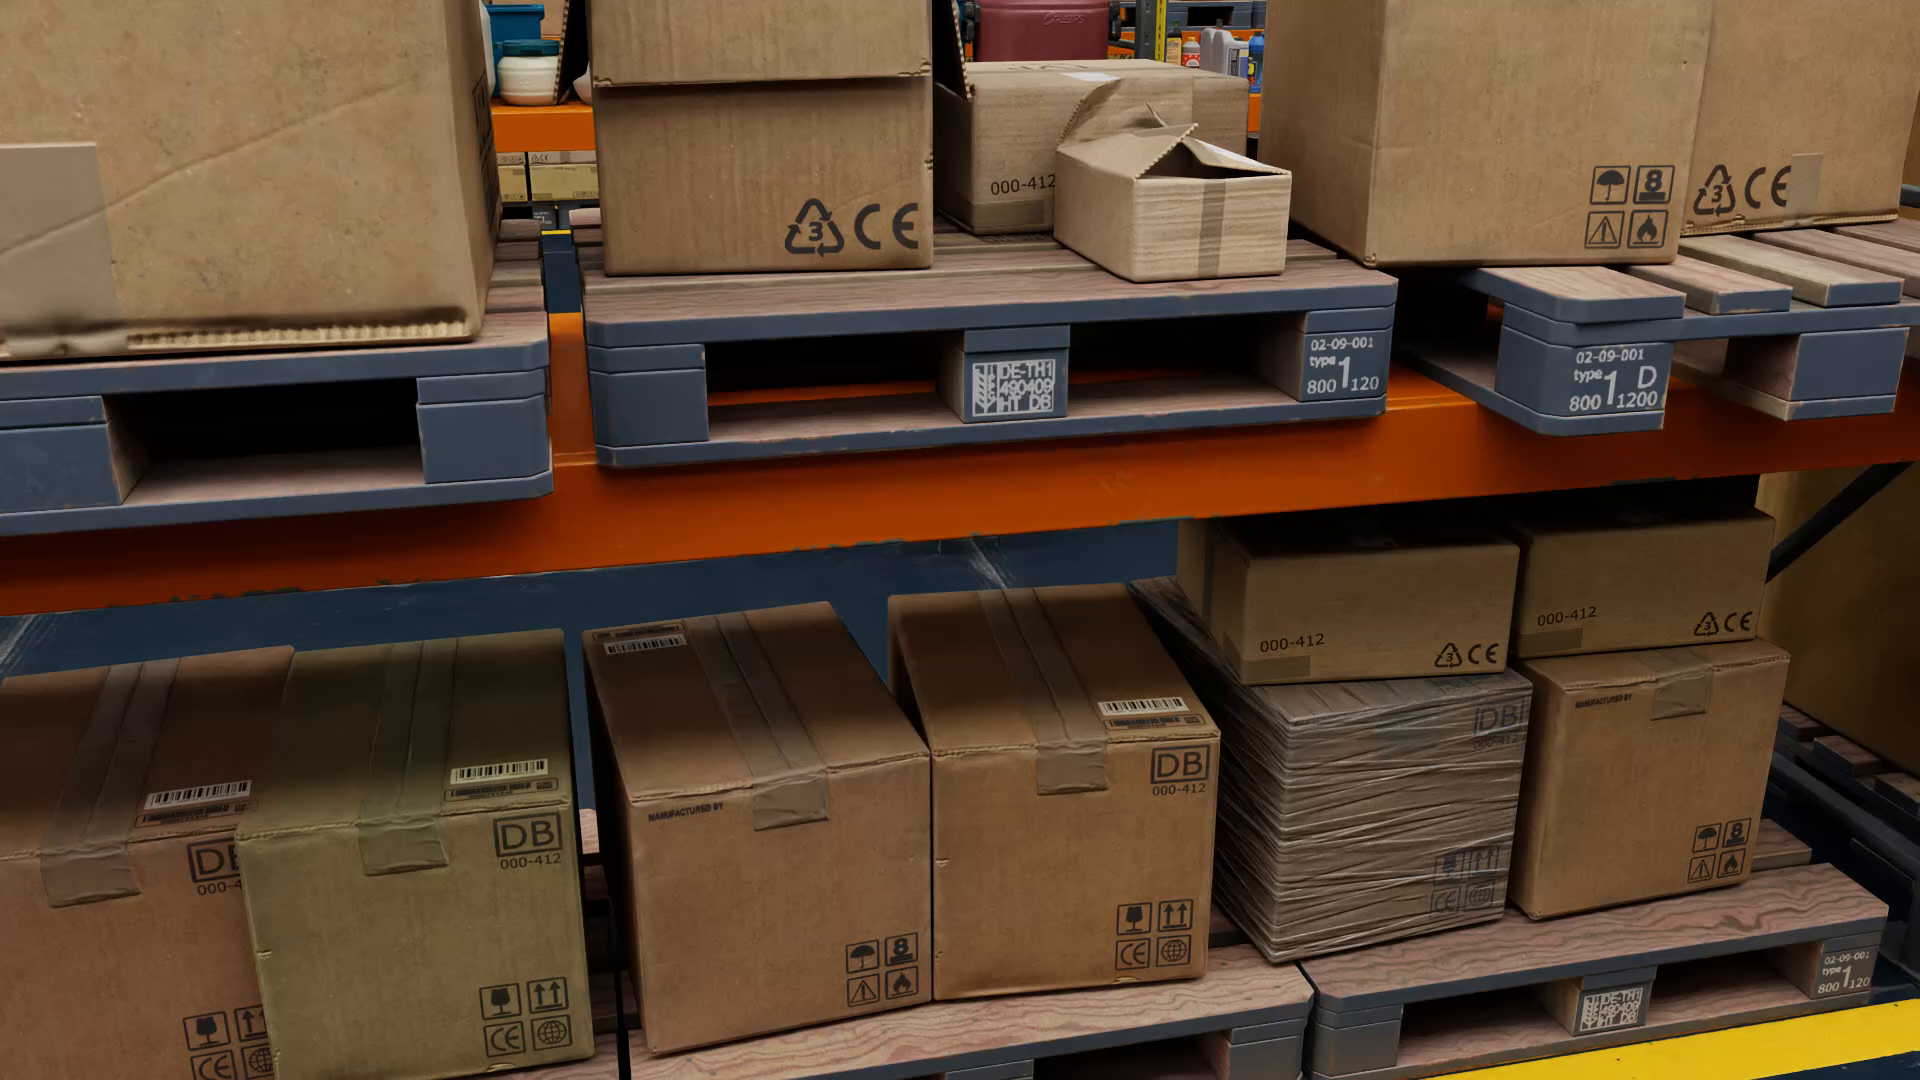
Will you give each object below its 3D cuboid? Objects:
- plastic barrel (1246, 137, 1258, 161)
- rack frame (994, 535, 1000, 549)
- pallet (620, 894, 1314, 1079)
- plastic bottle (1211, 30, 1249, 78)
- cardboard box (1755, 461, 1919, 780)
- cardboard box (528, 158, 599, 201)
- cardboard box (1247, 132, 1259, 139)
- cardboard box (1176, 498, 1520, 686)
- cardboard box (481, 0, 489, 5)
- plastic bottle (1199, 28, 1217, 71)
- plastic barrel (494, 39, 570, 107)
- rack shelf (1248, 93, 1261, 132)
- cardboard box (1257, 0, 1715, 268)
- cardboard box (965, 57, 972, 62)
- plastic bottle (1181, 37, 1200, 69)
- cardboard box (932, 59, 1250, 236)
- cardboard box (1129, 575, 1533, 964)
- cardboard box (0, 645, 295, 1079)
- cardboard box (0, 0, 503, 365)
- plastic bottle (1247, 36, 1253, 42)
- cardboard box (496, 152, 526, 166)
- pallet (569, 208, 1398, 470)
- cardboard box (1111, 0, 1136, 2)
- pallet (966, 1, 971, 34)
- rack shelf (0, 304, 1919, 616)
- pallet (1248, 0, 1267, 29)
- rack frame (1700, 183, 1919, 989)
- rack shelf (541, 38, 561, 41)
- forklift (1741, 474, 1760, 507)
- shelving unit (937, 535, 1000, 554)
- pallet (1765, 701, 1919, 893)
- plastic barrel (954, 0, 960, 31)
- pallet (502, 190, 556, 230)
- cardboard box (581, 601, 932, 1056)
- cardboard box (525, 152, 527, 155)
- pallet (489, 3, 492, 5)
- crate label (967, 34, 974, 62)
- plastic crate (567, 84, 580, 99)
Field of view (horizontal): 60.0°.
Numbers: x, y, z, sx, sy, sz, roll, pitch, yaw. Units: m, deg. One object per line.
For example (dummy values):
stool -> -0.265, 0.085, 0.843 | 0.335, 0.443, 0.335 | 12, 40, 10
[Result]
plastic barrel -> 1.216, -1.550, 8.230 | 0.708, 0.830, 0.600 | -5, 21, -12
rack frame -> 0.107, -0.431, 5.684 | 0.006, 0.900, 0.240 | -5, 21, -12
pallet -> -0.062, 0.796, 3.334 | 1.213, 0.211, 1.003 | -5, 21, -12
plastic bottle -> 1.239, -2.195, 7.627 | 0.135, 0.276, 0.152 | -5, 21, -12
cardboard box -> 2.560, 0.083, 3.705 | 0.875, 0.875, 1.225 | -6, 21, -15
cardboard box -> -2.835, -2.606, 11.956 | 0.500, 0.250, 0.500 | -5, 21, -14
cardboard box -> 2.115, -3.125, 12.978 | 0.500, 0.500, 0.500 | -4, 21, -12
cardboard box -> 0.724, 0.054, 3.211 | 0.500, 0.250, 0.500 | -2, 20, -6
cardboard box -> -3.472, -3.737, 11.851 | 0.258, 0.266, 0.396 | -5, 21, -14
plastic bottle -> 1.204, -2.246, 7.766 | 0.135, 0.276, 0.152 | -5, 21, -12
plastic barrel -> -1.826, -1.999, 7.113 | 0.301, 0.262, 0.301 | 0, 20, 0
rack shelf -> 2.690, -2.148, 8.364 | 4.000, 0.370, 1.077 | -5, 21, -12
cardboard box -> 0.847, -0.780, 2.827 | 0.500, 0.500, 0.700 | -2, 20, -4
cardboard box -> 0.064, -4.913, 17.381 | 0.750, 0.750, 0.750 | -5, 21, -13
plastic bottle -> 1.156, -2.412, 8.327 | 0.097, 0.201, 0.097 | 0, 20, 0
cardboard box -> 0.199, -0.741, 3.083 | 0.500, 0.250, 0.500 | -5, 21, -14
cardboard box -> 0.699, 0.405, 3.341 | 0.500, 0.500, 0.700 | -6, 21, -17
cardboard box -> -1.407, 0.573, 2.885 | 0.500, 0.500, 0.700 | -6, 21, -17
cardboard box -> -1.204, -0.848, 2.286 | 1.000, 1.000, 1.000 | -5, 21, -12
plastic bottle -> 1.475, -2.438, 8.398 | 0.097, 0.201, 0.097 | 0, 20, 0
cardboard box -> -3.337, -2.826, 11.740 | 0.500, 0.311, 0.500 | -5, 21, -13
pallet -> -0.034, -0.409, 2.850 | 1.213, 0.211, 1.003 | -5, 21, -12
cardboard box -> 1.128, -4.326, 12.508 | 0.500, 0.500, 0.700 | -1, 20, -2
pallet -> 0.251, -3.973, 12.578 | 1.003, 0.211, 1.213 | -5, 21, -12
rack shelf -> -0.063, -0.174, 2.973 | 4.000, 0.370, 1.077 | -5, 21, -12
pallet -> 2.697, -4.186, 13.159 | 1.213, 0.211, 1.003 | -5, 21, -12
rack frame -> 1.883, -0.670, 3.282 | 0.127, 3.000, 1.000 | -5, 21, -12
rack shelf -> -2.339, -3.490, 12.026 | 4.000, 0.370, 1.077 | -5, 21, -12
forklift -> 3.120, -1.539, 5.754 | 3.031, 2.935, 1.130 | -3, 20, -7
shelving unit -> 0.008, -0.423, 5.662 | 0.210, 0.900, 0.258 | -5, 21, -12
pallet -> 2.668, 0.603, 3.863 | 1.213, 0.211, 1.003 | -5, 21, -12
plastic barrel -> -0.208, -2.227, 7.371 | 0.421, 0.512, 0.421 | 0, 20, 0
pallet -> -3.577, -2.431, 12.145 | 1.213, 0.211, 1.003 | -5, 21, -12
cardboard box -> -0.394, 0.497, 3.092 | 0.500, 0.500, 0.700 | -6, 21, -17
cardboard box -> -3.452, -3.010, 12.242 | 0.500, 0.311, 0.500 | -4, 21, -11
pallet -> -4.652, -5.249, 16.062 | 1.213, 0.211, 1.003 | -5, 21, -12
crate label -> 0.247, -2.341, 8.088 | 0.416, 0.233, 0.303 | -5, 21, -12
plastic crate -> -1.519, -2.144, 7.614 | 0.662, 0.188, 0.450 | -5, 21, -12
